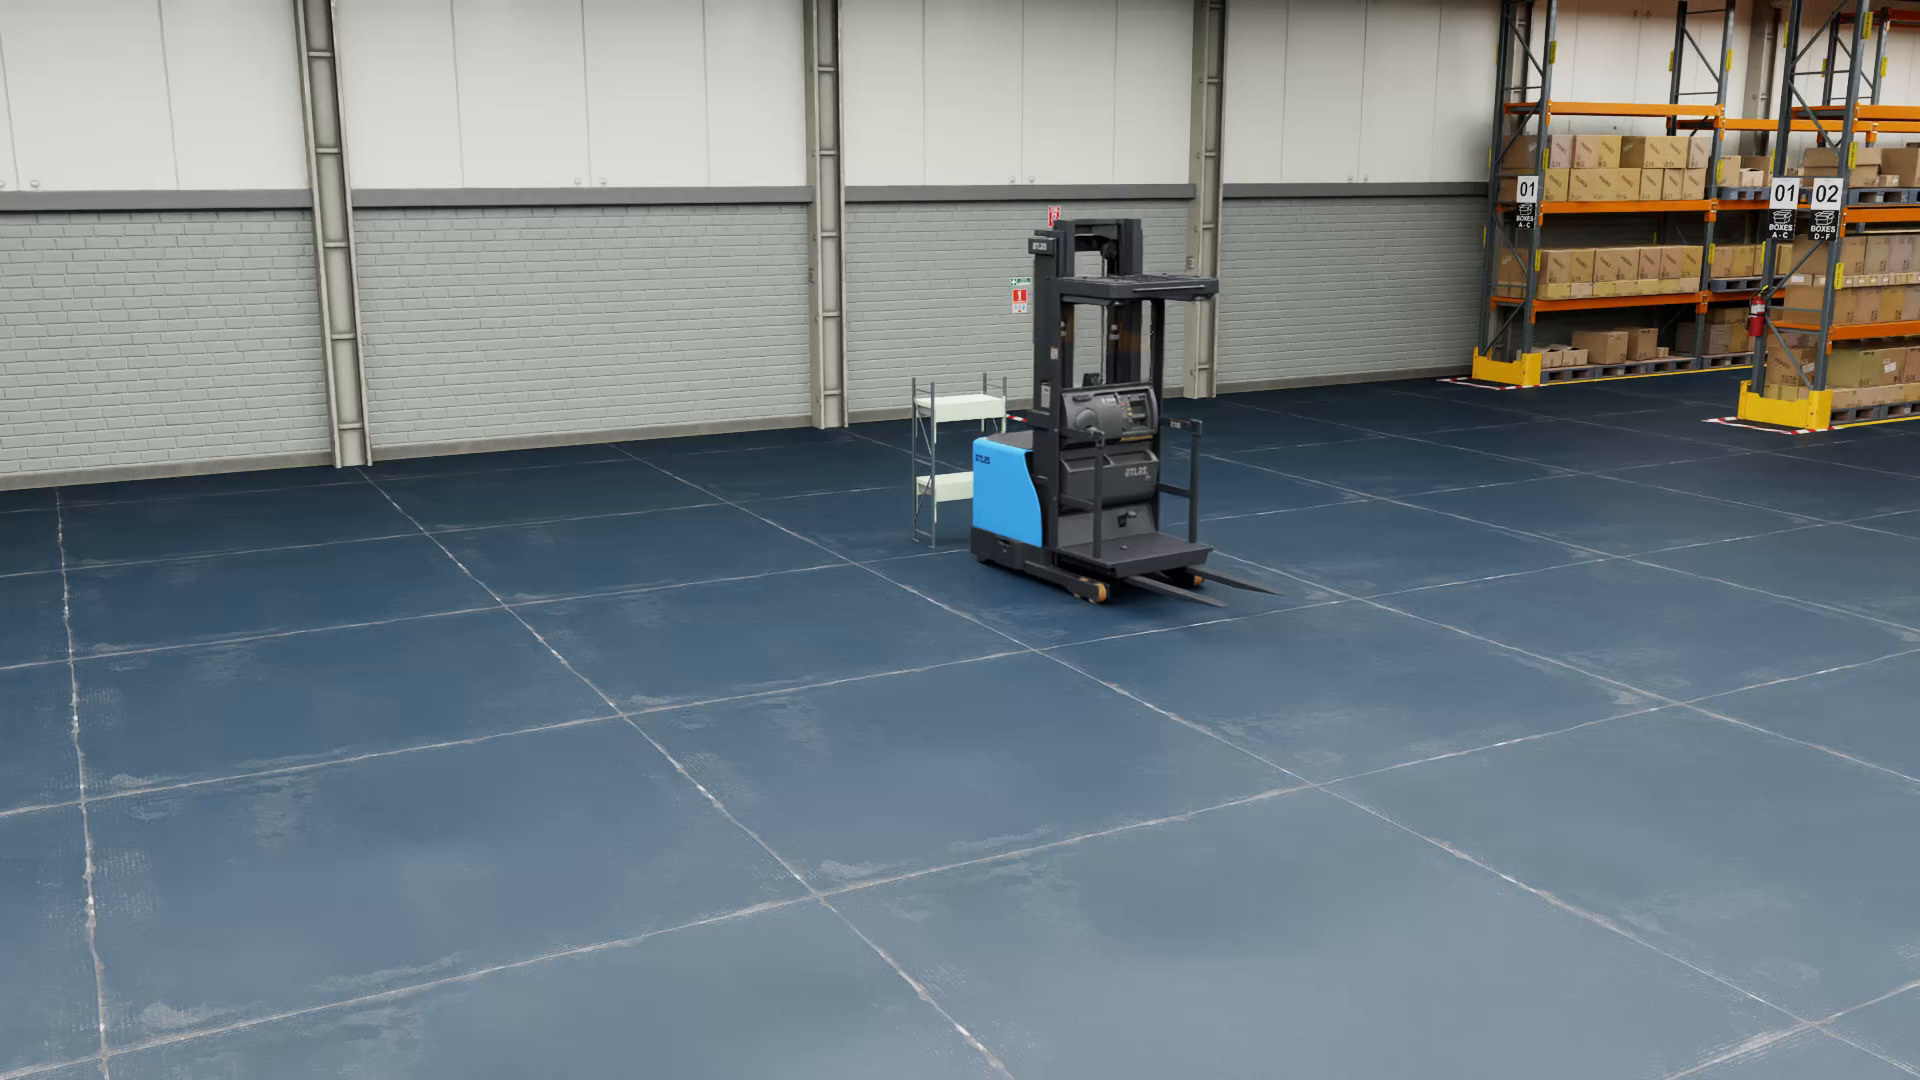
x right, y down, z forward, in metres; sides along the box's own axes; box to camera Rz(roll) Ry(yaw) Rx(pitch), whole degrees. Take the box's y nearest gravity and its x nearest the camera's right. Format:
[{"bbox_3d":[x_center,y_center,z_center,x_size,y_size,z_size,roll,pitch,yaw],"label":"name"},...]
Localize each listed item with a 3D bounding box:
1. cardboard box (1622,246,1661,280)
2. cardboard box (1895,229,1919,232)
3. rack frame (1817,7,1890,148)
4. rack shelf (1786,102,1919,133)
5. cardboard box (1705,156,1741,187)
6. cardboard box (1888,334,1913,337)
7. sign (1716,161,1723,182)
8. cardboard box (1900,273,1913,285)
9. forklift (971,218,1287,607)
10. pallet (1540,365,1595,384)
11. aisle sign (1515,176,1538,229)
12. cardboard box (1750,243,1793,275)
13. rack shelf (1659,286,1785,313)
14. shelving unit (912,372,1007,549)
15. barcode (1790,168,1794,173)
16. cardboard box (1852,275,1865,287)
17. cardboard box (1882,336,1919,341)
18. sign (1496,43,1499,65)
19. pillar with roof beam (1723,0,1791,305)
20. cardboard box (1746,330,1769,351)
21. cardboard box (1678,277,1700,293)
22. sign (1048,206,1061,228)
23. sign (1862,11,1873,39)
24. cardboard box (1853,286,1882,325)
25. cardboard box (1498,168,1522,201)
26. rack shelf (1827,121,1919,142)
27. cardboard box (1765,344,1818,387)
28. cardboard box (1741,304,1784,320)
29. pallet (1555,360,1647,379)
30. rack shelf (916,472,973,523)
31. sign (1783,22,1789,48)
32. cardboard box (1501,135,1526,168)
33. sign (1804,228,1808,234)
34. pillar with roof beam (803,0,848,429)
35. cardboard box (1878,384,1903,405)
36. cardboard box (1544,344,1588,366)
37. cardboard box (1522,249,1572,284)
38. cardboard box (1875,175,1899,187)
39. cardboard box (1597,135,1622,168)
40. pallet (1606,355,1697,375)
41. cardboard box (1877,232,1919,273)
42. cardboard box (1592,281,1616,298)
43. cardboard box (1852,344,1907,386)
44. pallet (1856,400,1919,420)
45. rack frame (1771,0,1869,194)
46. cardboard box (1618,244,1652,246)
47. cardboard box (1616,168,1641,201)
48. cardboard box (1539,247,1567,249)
[{"bbox_3d":[10.979,-4.493,26.970,0.500,0.500,0.500,-7,15,-29],"label":"cardboard box"},{"bbox_3d":[17.070,-5.503,30.210,0.500,0.250,0.500,-7,14,-27],"label":"cardboard box"},{"bbox_3d":[15.640,-7.752,29.199,0.127,3.000,1.000,-7,14,-28],"label":"rack frame"},{"bbox_3d":[12.750,-5.620,22.277,4.000,0.370,1.077,-7,14,-28],"label":"rack shelf"},{"bbox_3d":[12.647,-6.163,27.789,0.500,0.500,0.500,-5,13,-20],"label":"cardboard box"},{"bbox_3d":[17.120,-4.124,30.683,0.750,0.750,0.750,-7,14,-28],"label":"cardboard box"},{"bbox_3d":[12.395,-6.016,27.141,0.005,0.325,0.100,-7,14,-28],"label":"sign"},{"bbox_3d":[12.572,-3.530,22.399,0.250,0.149,0.380,-7,14,-29],"label":"cardboard box"},{"bbox_3d":[1.332,-1.048,13.232,1.130,2.935,3.031,-8,15,-33],"label":"forklift"},{"bbox_3d":[9.414,-2.710,26.809,1.213,0.211,1.003,-7,14,-28],"label":"pallet"},{"bbox_3d":[8.698,-5.186,25.542,0.004,0.787,0.394,-7,14,-28],"label":"aisle sign"},{"bbox_3d":[14.149,-4.902,28.969,0.500,0.500,0.700,-7,14,-28],"label":"cardboard box"},{"bbox_3d":[13.884,-4.264,29.002,4.000,0.370,1.077,-7,14,-28],"label":"rack shelf"},{"bbox_3d":[-0.006,-0.731,15.082,0.755,1.500,0.431,-7,14,-28],"label":"shelving unit"},{"bbox_3d":[11.028,-4.900,22.039,0.075,0.075,0.001,-7,14,-28],"label":"barcode"},{"bbox_3d":[11.673,-3.422,21.921,0.250,0.149,0.380,-7,15,-29],"label":"cardboard box"},{"bbox_3d":[13.513,-2.637,23.732,0.500,0.500,0.500,-7,14,-28],"label":"cardboard box"},{"bbox_3d":[8.370,-7.552,25.824,0.005,0.325,0.100,-7,14,-28],"label":"sign"},{"bbox_3d":[16.147,-6.952,25.646,0.548,9.000,9.100,-7,14,-28],"label":"pillar with roof beam"},{"bbox_3d":[13.663,-3.590,29.061,0.500,0.500,0.700,-7,14,-27],"label":"cardboard box"},{"bbox_3d":[11.858,-4.233,27.521,0.500,0.250,0.500,-7,14,-28],"label":"cardboard box"},{"bbox_3d":[1.309,-4.489,23.086,0.199,0.298,0.001,-7,14,-28],"label":"sign"},{"bbox_3d":[11.255,-6.381,20.621,0.005,0.325,0.100,-7,14,-28],"label":"sign"},{"bbox_3d":[11.869,-3.181,22.324,0.500,0.500,0.700,-6,14,-26],"label":"cardboard box"},{"bbox_3d":[8.863,-5.598,26.188,0.500,0.500,0.500,-6,14,-24],"label":"cardboard box"},{"bbox_3d":[17.395,-7.416,30.257,4.000,0.370,1.077,-7,14,-28],"label":"rack shelf"},{"bbox_3d":[11.323,-2.372,22.557,0.500,0.500,0.500,-7,14,-28],"label":"cardboard box"},{"bbox_3d":[14.053,-3.997,29.163,0.500,0.250,0.500,-7,14,-28],"label":"cardboard box"},{"bbox_3d":[10.484,-2.837,27.376,1.213,0.211,1.003,-7,14,-28],"label":"pallet"},{"bbox_3d":[-0.006,-0.413,15.154,0.720,0.370,0.431,-7,14,-28],"label":"rack shelf"},{"bbox_3d":[10.747,-6.556,21.579,0.005,0.325,0.100,-7,14,-28],"label":"sign"},{"bbox_3d":[8.871,-6.089,26.091,0.500,0.500,0.500,-6,14,-25],"label":"cardboard box"},{"bbox_3d":[15.371,-5.496,30.204,0.005,0.325,0.100,-7,14,-28],"label":"sign"},{"bbox_3d":[0.348,-5.058,17.232,0.400,9.000,9.100,-7,14,-28],"label":"pillar with roof beam"},{"bbox_3d":[12.448,-2.012,22.664,0.500,0.250,0.500,-7,14,-28],"label":"cardboard box"},{"bbox_3d":[9.769,-3.002,26.878,0.500,0.311,0.500,-6,14,-23],"label":"cardboard box"},{"bbox_3d":[9.181,-4.278,26.016,0.500,0.500,0.500,-7,14,-28],"label":"cardboard box"},{"bbox_3d":[12.112,-4.733,21.914,0.250,0.149,0.380,-7,14,-28],"label":"cardboard box"},{"bbox_3d":[9.981,-6.086,26.078,0.500,0.500,0.500,-6,14,-26],"label":"cardboard box"},{"bbox_3d":[11.556,-2.966,27.950,1.213,0.211,1.003,-7,14,-28],"label":"pallet"},{"bbox_3d":[12.798,-3.925,22.678,0.500,0.500,0.700,-7,14,-28],"label":"cardboard box"},{"bbox_3d":[10.097,-4.020,26.577,0.500,0.250,0.500,-7,15,-29],"label":"cardboard box"},{"bbox_3d":[12.442,-2.380,22.592,0.500,0.500,0.500,-7,14,-28],"label":"cardboard box"},{"bbox_3d":[12.715,-1.885,23.144,1.213,0.211,1.003,-7,14,-28],"label":"pallet"},{"bbox_3d":[10.995,-5.956,21.219,0.127,3.000,1.000,-7,14,-28],"label":"rack frame"},{"bbox_3d":[11.160,-4.644,27.640,0.500,0.500,0.500,-7,14,-28],"label":"cardboard box"},{"bbox_3d":[10.433,-5.658,26.453,0.500,0.500,0.500,-6,14,-24],"label":"cardboard box"},{"bbox_3d":[9.376,-4.427,26.679,0.500,0.500,0.500,-7,14,-27],"label":"cardboard box"}]
